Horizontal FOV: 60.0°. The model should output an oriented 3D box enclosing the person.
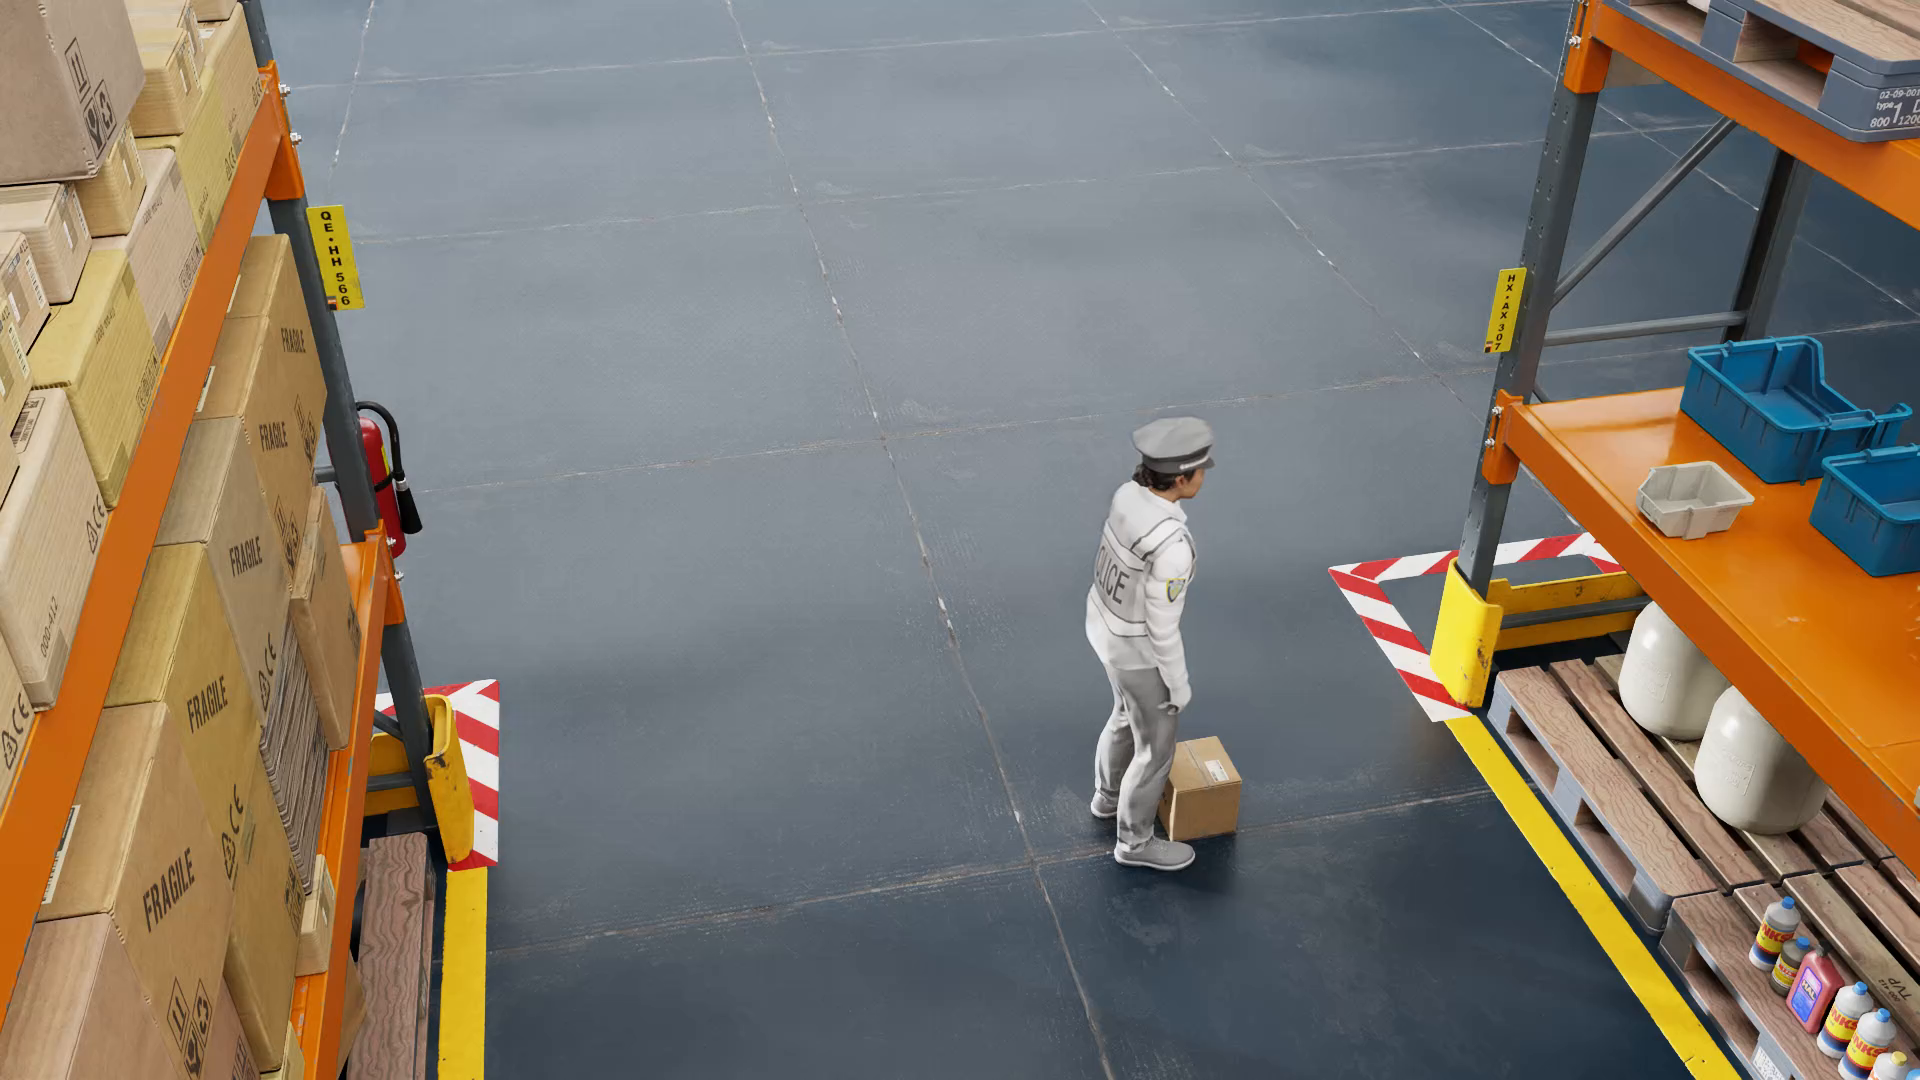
[{"bbox_3d":[0.627,0.357,5.622,0.376,1.663,0.539,-8,35,-12],"label":"person"}]
